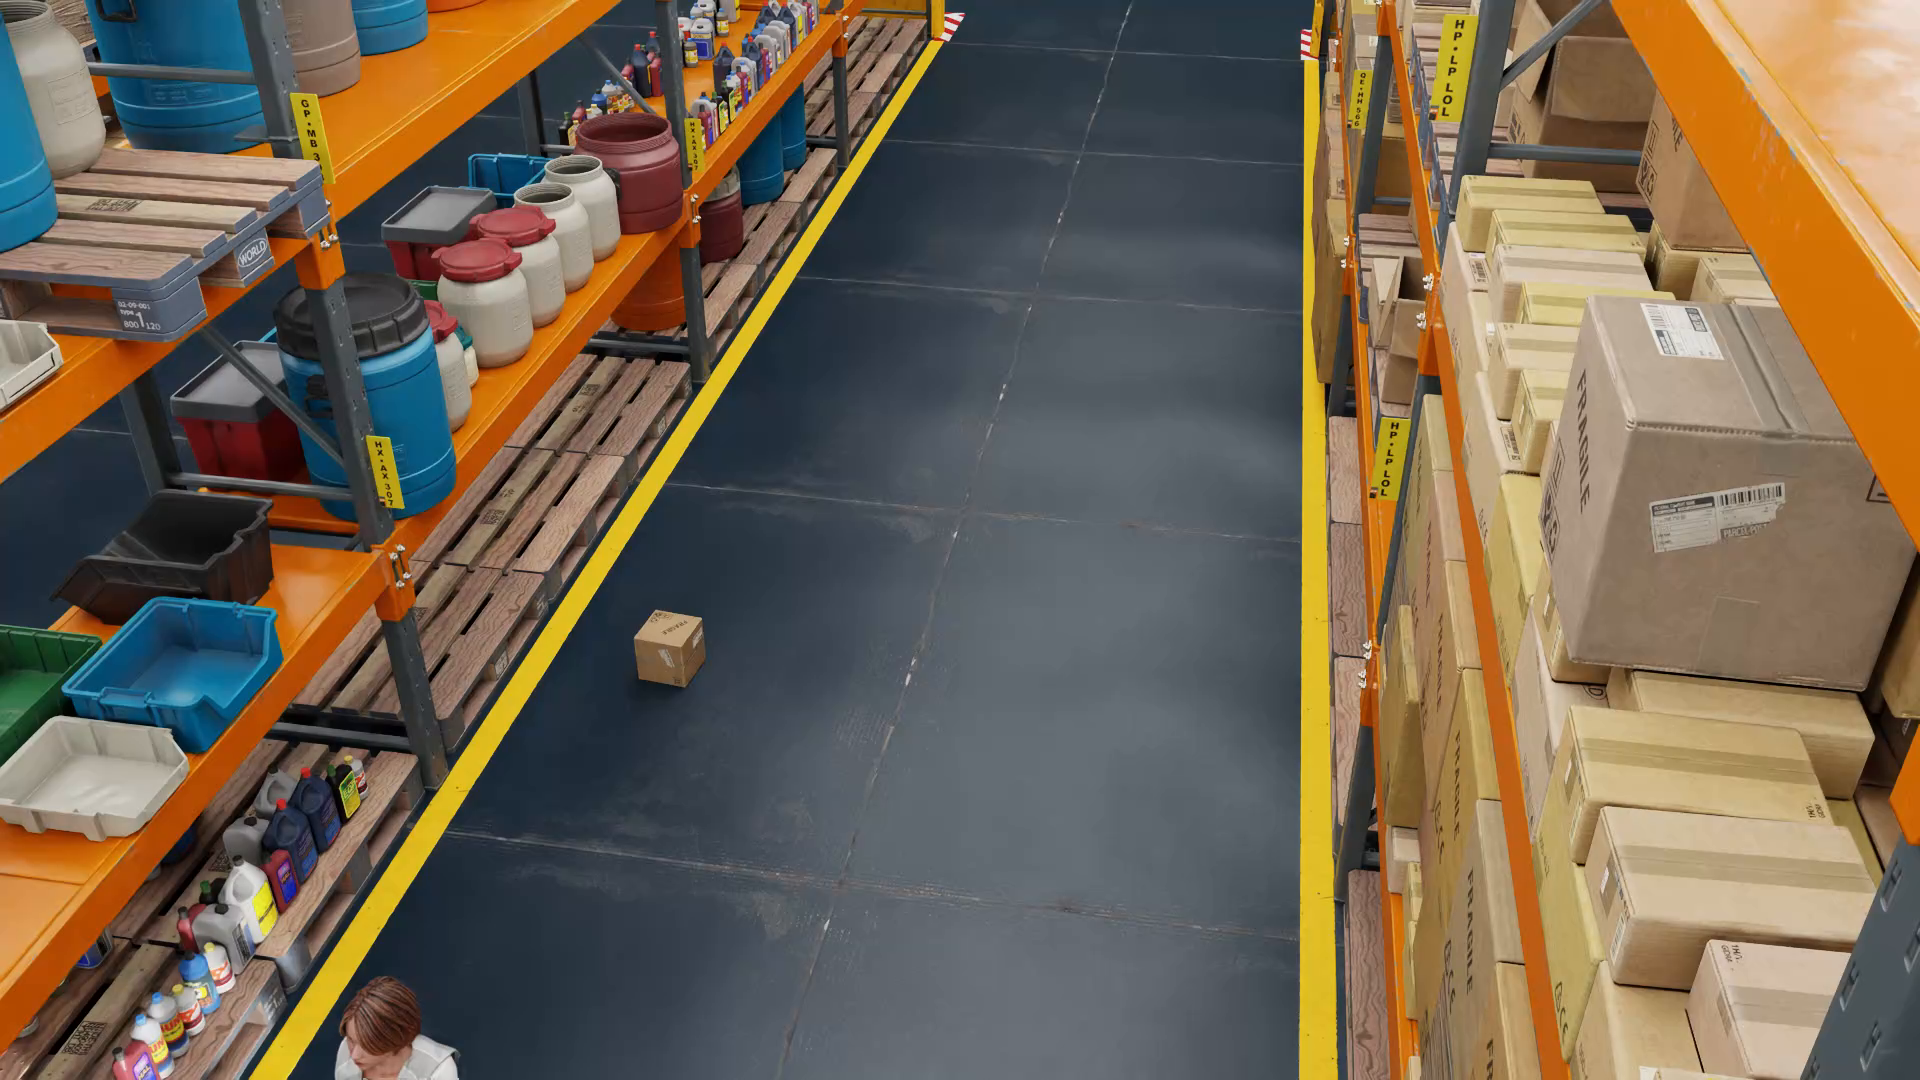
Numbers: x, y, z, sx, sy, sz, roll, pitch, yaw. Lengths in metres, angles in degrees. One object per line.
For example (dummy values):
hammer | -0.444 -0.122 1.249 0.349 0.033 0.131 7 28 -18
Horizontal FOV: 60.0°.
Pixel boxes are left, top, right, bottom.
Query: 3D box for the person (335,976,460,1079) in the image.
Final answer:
person | -1.583 1.916 4.755 0.426 1.560 0.842 7 33 10
